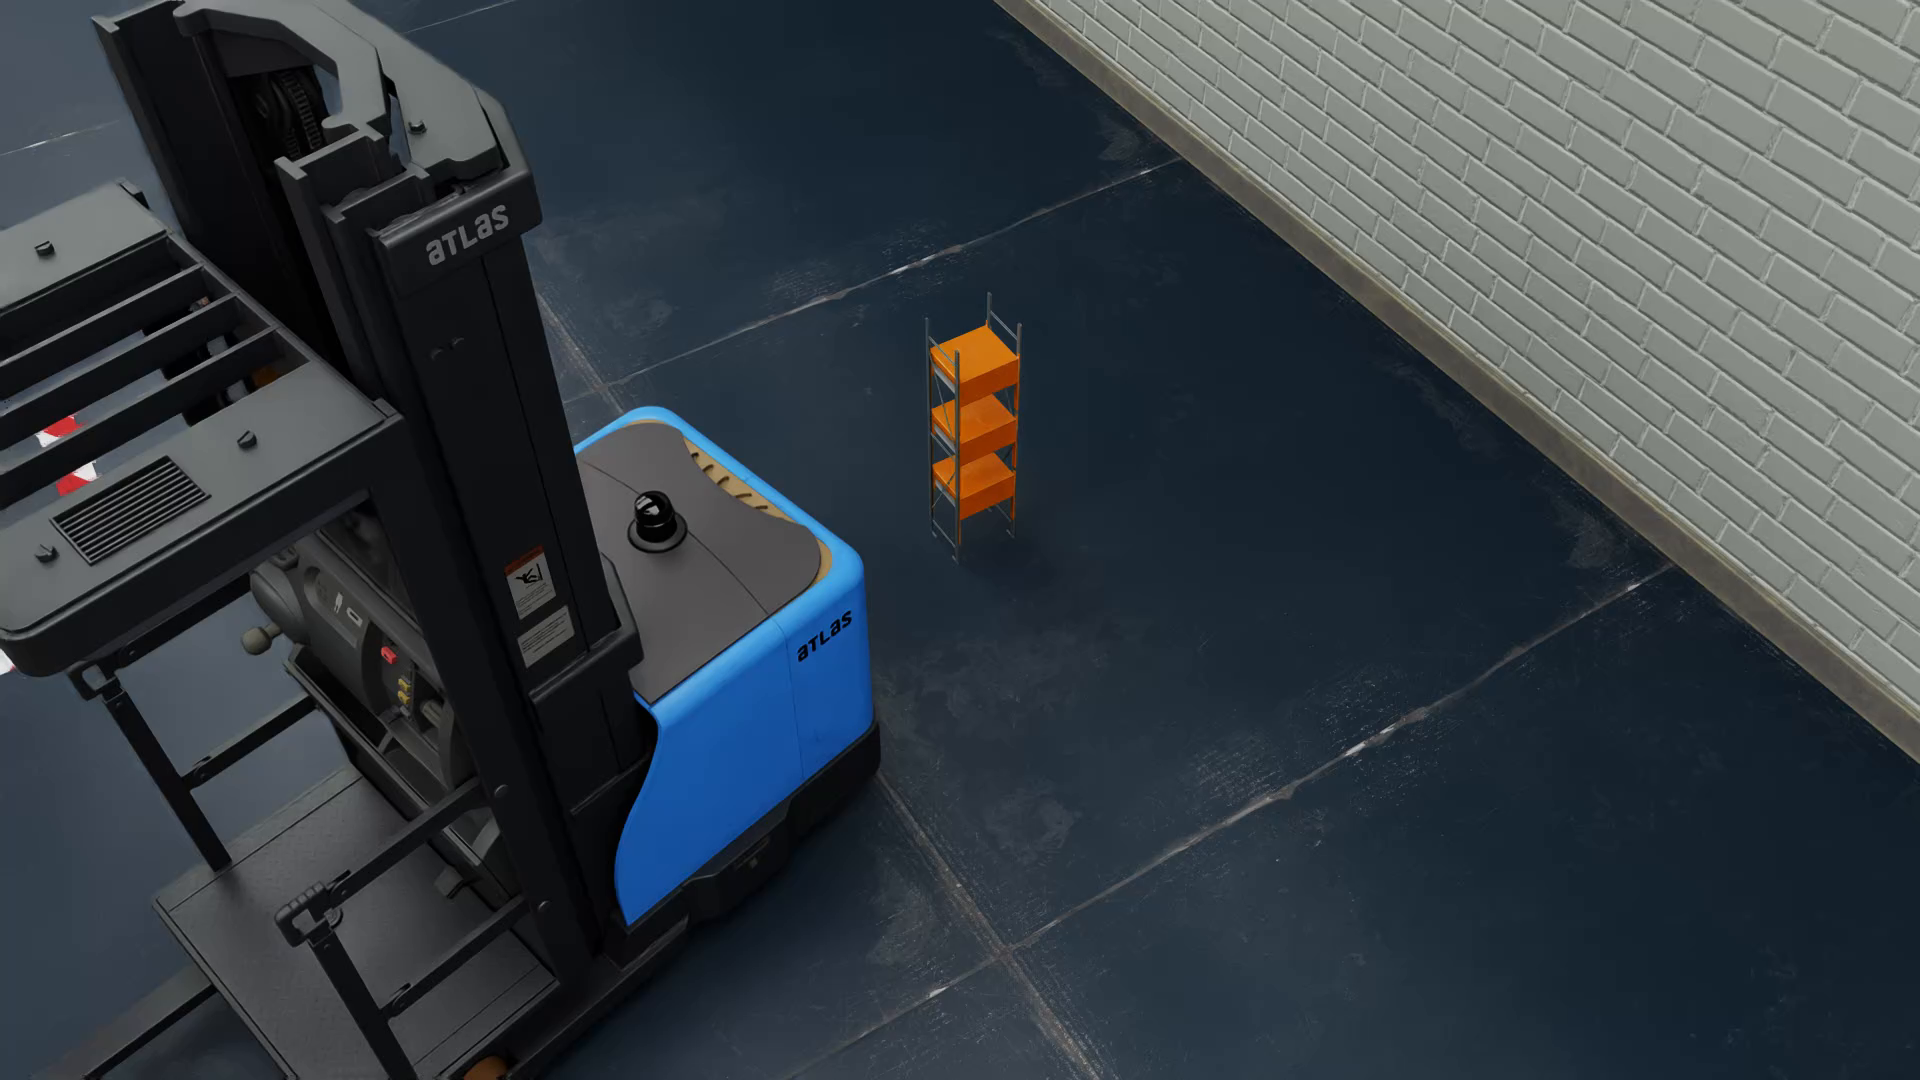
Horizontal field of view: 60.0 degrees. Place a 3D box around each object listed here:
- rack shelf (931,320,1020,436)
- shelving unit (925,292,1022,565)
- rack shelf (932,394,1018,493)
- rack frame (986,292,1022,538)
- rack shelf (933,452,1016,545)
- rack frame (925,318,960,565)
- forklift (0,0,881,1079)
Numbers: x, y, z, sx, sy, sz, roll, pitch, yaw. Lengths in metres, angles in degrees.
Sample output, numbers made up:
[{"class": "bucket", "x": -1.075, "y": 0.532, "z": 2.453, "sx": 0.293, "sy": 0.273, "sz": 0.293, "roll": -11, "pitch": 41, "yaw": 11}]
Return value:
[{"class": "rack shelf", "x": 0.045, "y": -0.552, "z": 5.673, "sx": 0.240, "sy": 0.259, "sz": 0.215, "roll": -25, "pitch": 53, "yaw": -21}, {"class": "shelving unit", "x": 0.045, "y": -0.370, "z": 5.877, "sx": 0.252, "sy": 1.050, "sz": 0.215, "roll": -25, "pitch": 53, "yaw": -21}, {"class": "rack shelf", "x": 0.045, "y": -0.363, "z": 5.885, "sx": 0.240, "sy": 0.259, "sz": 0.215, "roll": -25, "pitch": 53, "yaw": -21}, {"class": "rack frame", "x": 0.148, "y": -0.419, "z": 5.920, "sx": 0.008, "sy": 1.050, "sz": 0.200, "roll": -25, "pitch": 53, "yaw": -21}, {"class": "rack shelf", "x": 0.045, "y": -0.179, "z": 6.092, "sx": 0.240, "sy": 0.259, "sz": 0.215, "roll": -25, "pitch": 53, "yaw": -21}, {"class": "rack frame", "x": -0.058, "y": -0.322, "z": 5.834, "sx": 0.008, "sy": 1.050, "sz": 0.200, "roll": -25, "pitch": 53, "yaw": -21}, {"class": "forklift", "x": -1.647, "y": 0.334, "z": 3.990, "sx": 1.130, "sy": 2.935, "sz": 3.031, "roll": 36, "pitch": 57, "yaw": 28}]
